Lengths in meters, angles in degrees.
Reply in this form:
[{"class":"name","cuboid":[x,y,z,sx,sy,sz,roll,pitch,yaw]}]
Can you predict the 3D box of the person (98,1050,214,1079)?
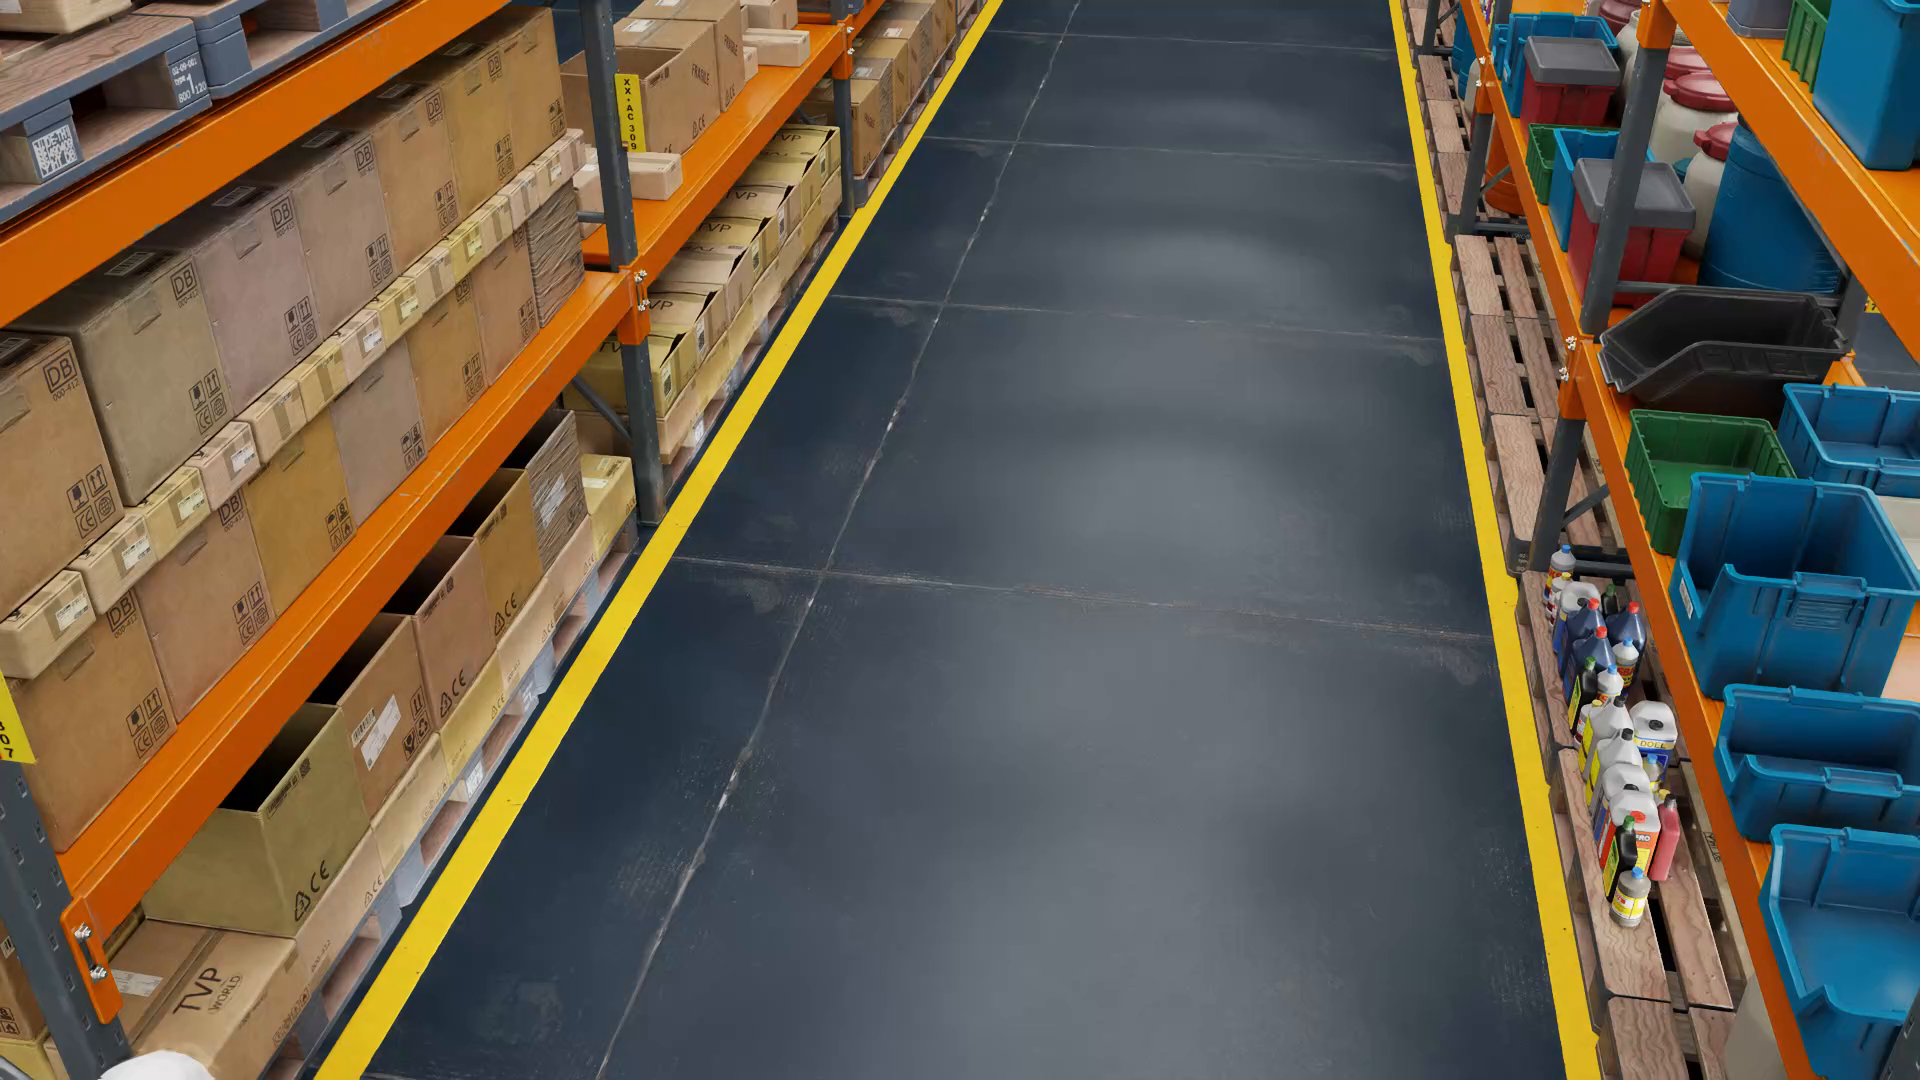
[{"class":"person","cuboid":[-1.455,1.762,3.301,0.516,1.718,0.876,21,38,30]}]
